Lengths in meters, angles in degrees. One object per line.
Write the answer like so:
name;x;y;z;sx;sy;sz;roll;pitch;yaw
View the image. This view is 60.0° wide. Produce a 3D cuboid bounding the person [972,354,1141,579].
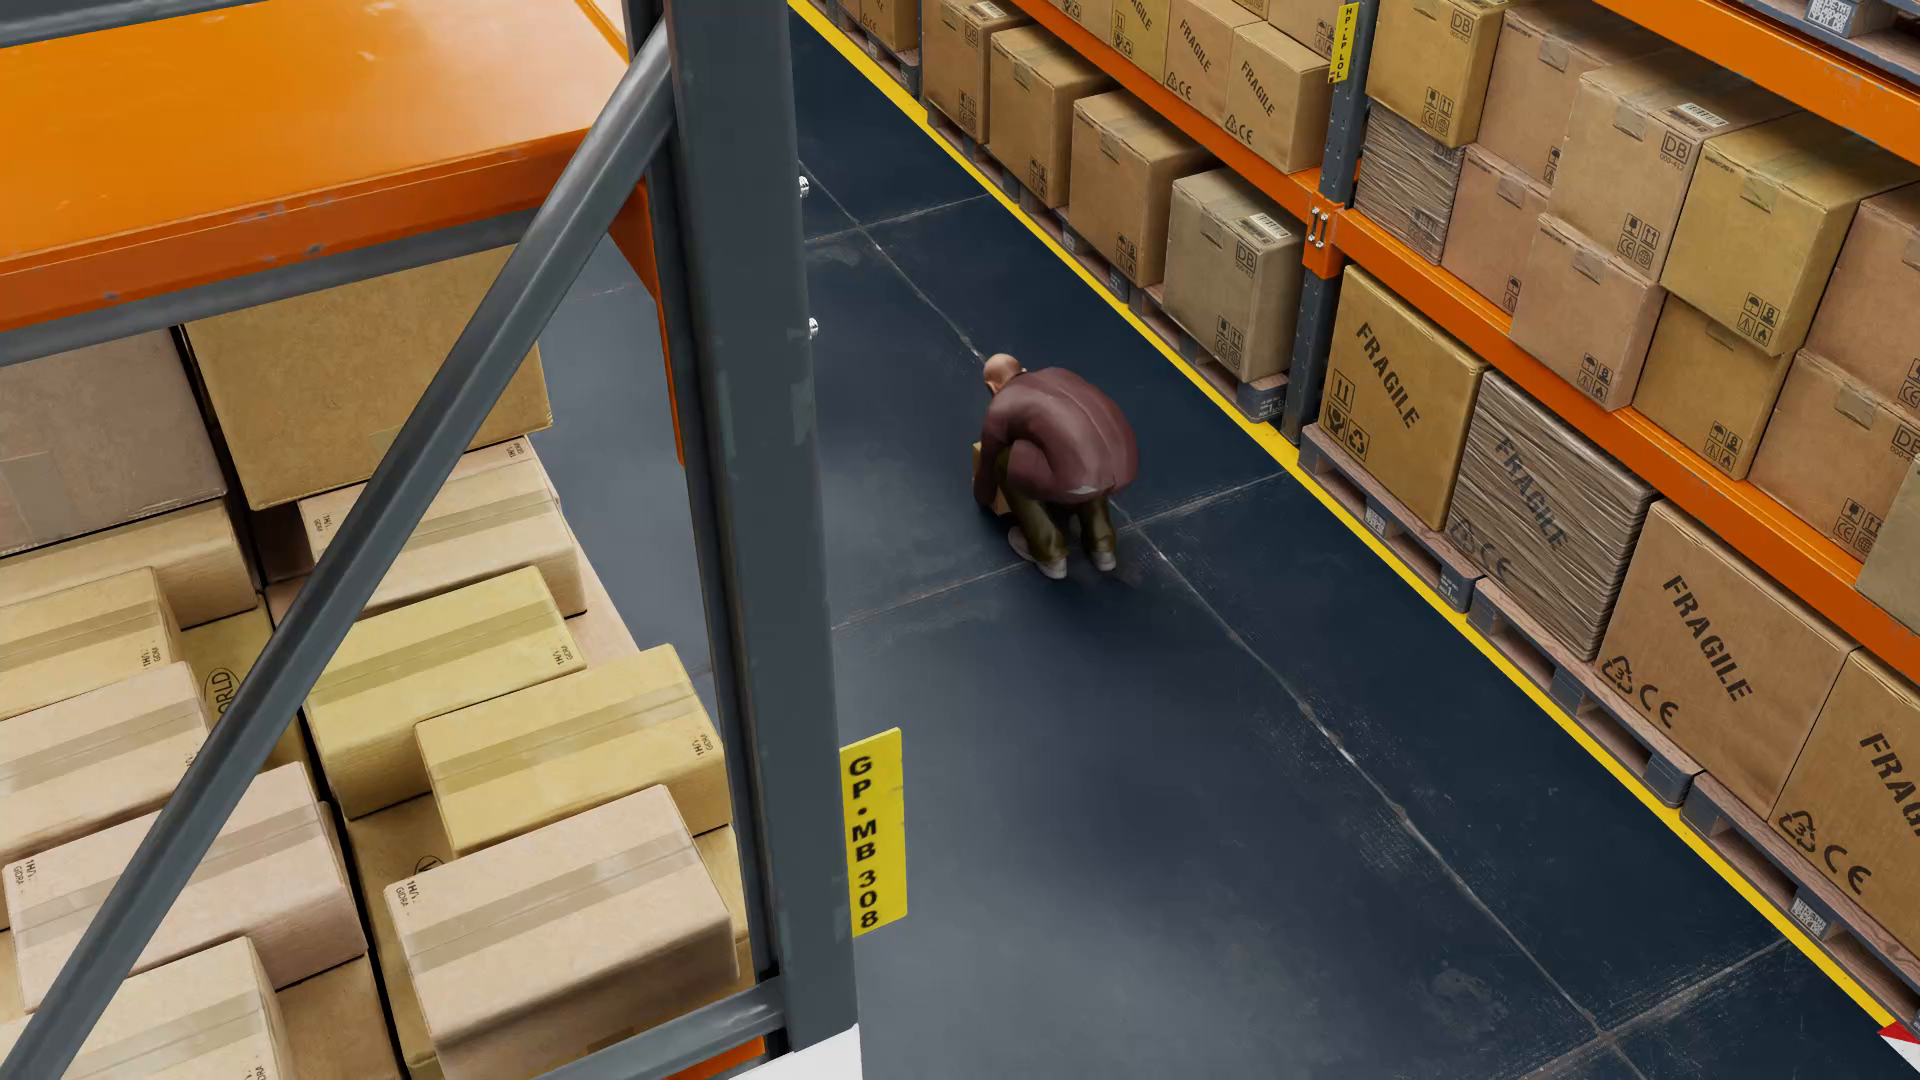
person;0.399;-0.335;7.274;0.583;0.881;0.952;-20;45;-22
